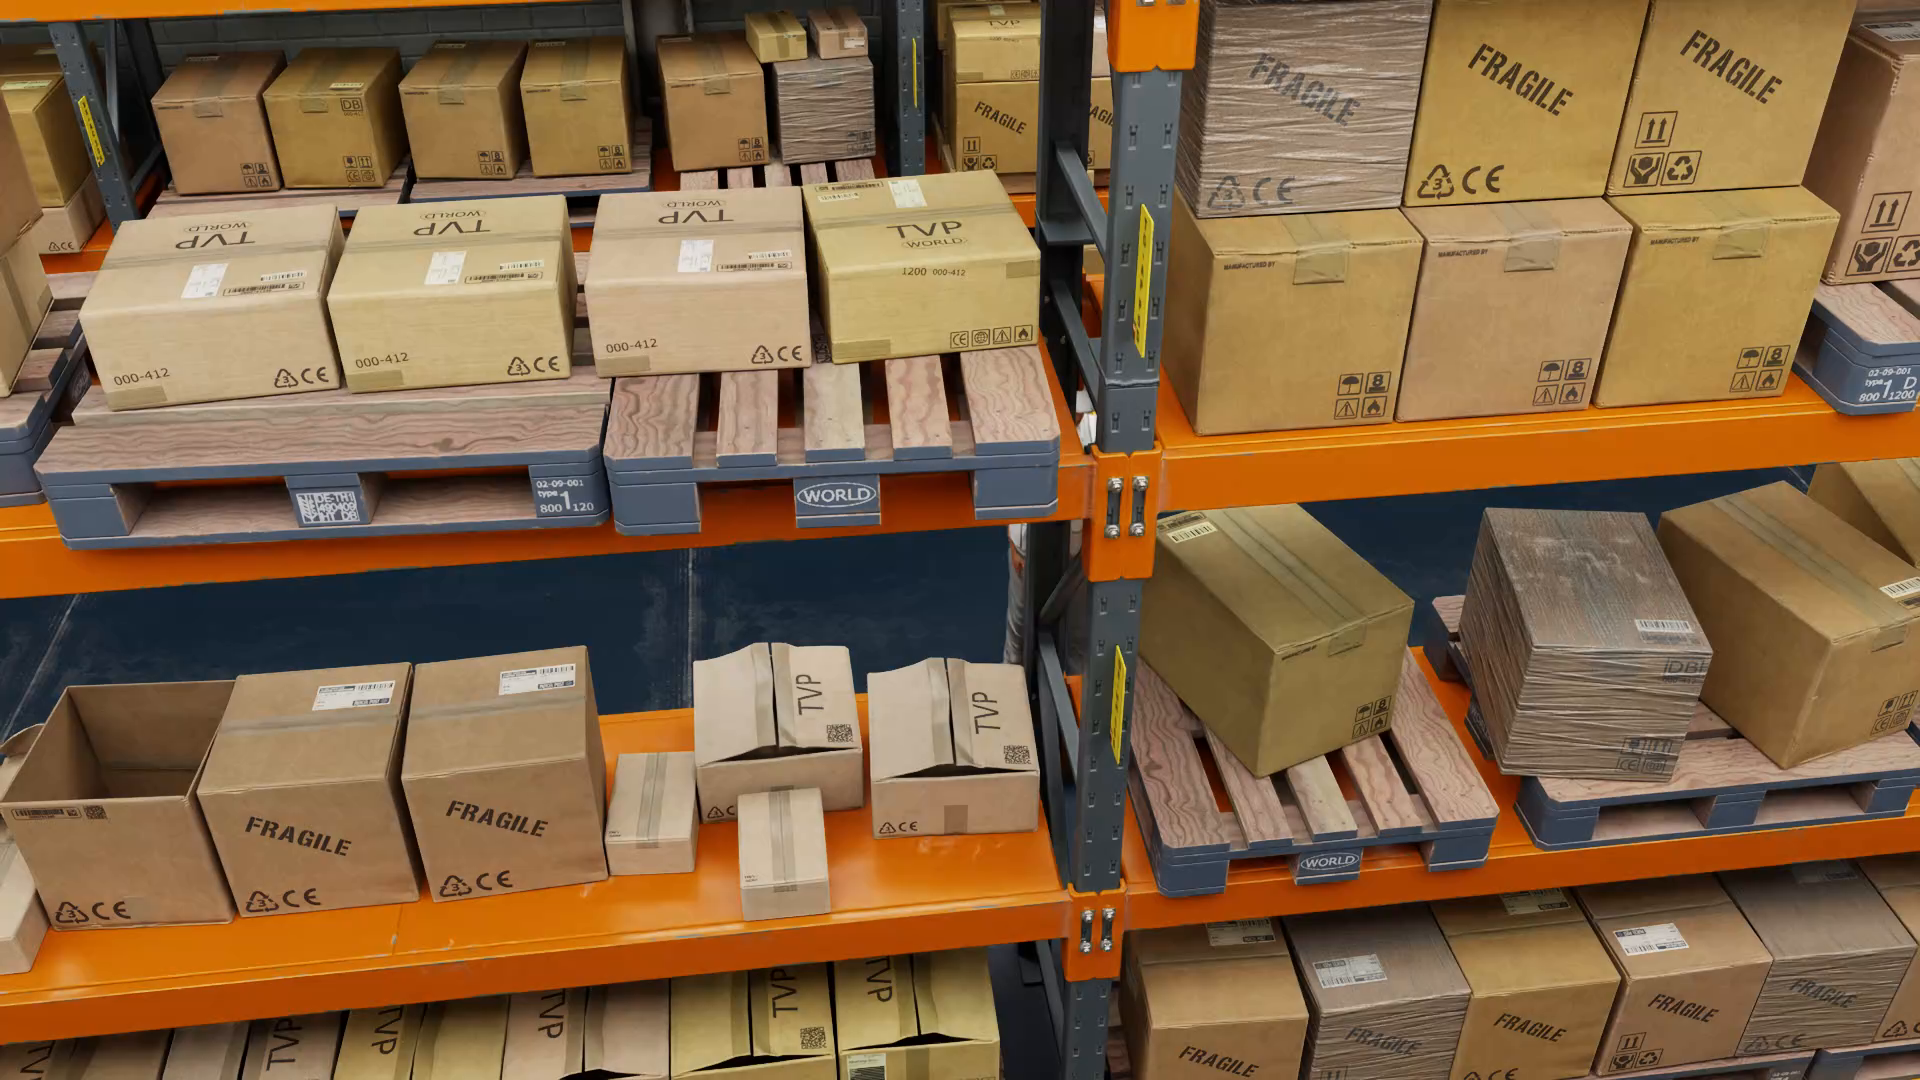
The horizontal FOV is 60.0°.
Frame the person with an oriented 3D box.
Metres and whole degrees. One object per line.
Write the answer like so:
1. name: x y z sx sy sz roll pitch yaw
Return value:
1. person: 0.430 0.010 7.128 0.475 1.672 0.387 -4 35 -5
